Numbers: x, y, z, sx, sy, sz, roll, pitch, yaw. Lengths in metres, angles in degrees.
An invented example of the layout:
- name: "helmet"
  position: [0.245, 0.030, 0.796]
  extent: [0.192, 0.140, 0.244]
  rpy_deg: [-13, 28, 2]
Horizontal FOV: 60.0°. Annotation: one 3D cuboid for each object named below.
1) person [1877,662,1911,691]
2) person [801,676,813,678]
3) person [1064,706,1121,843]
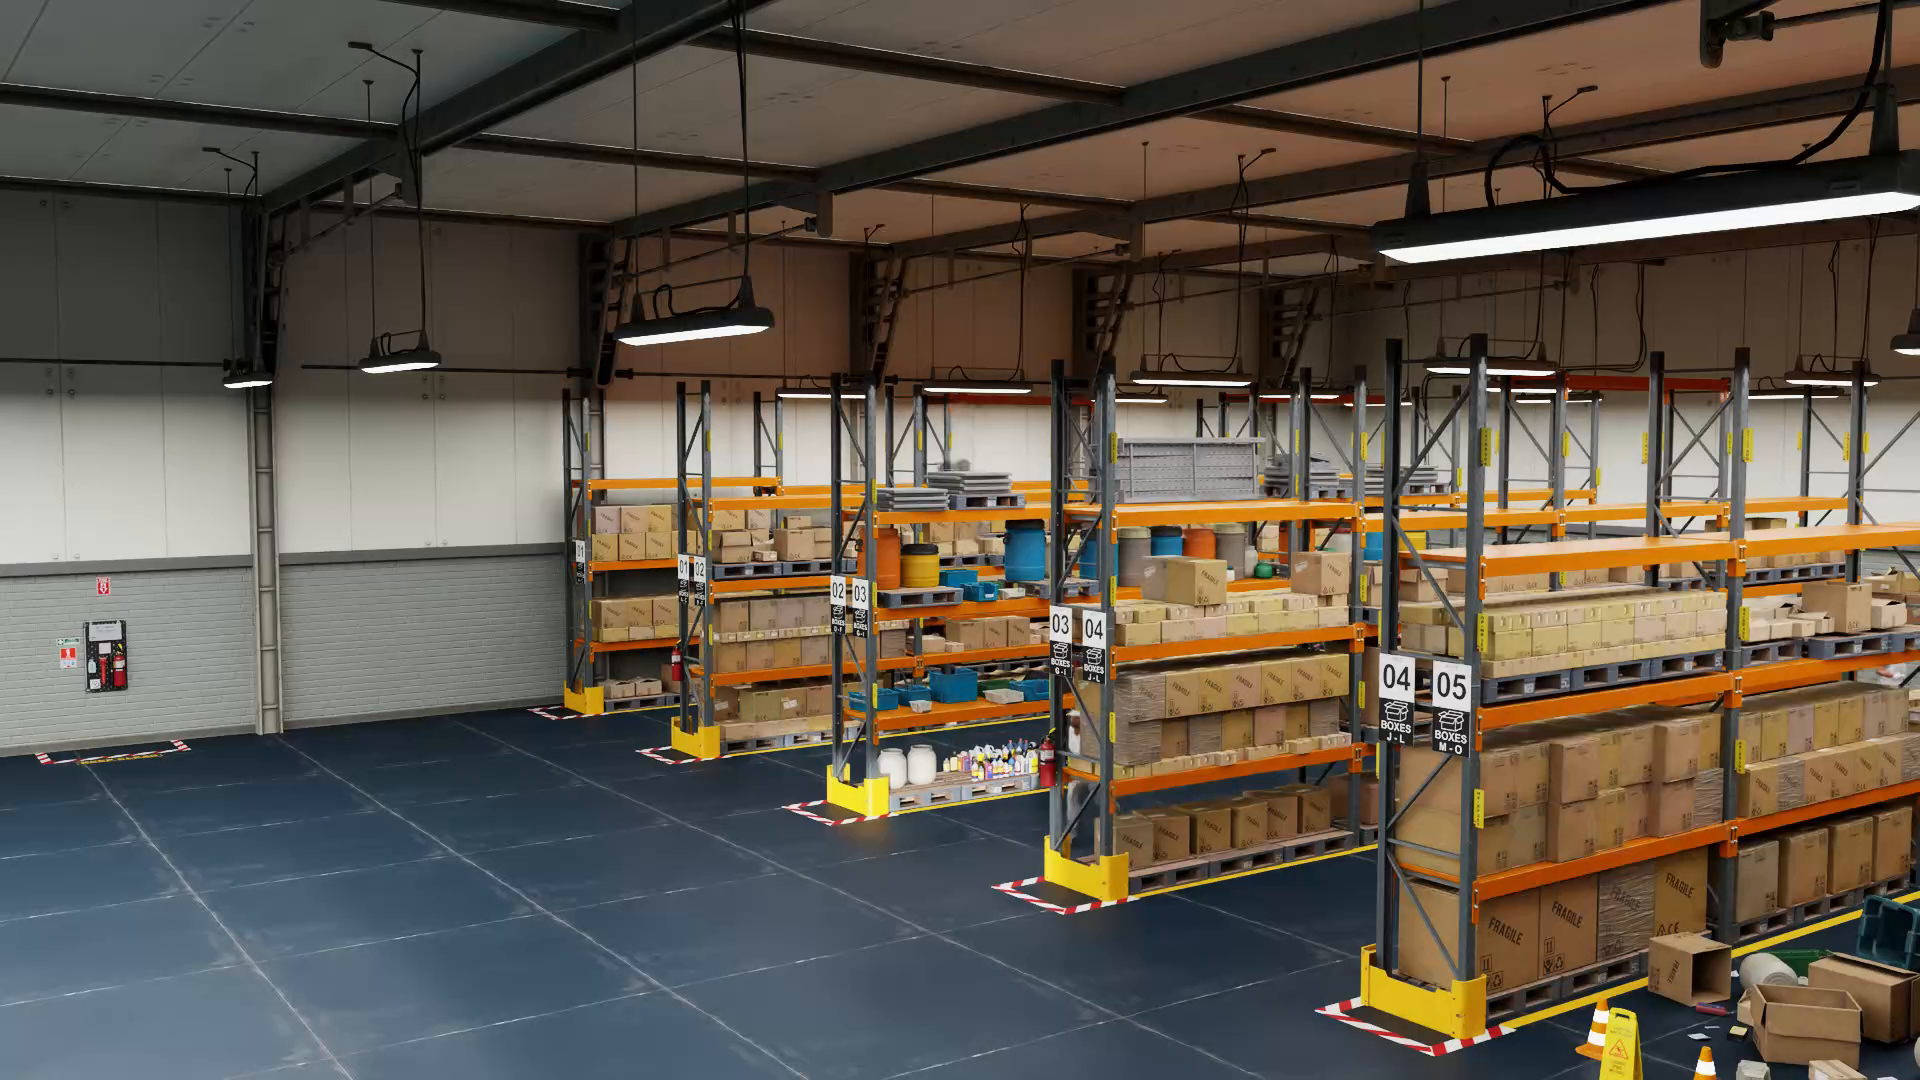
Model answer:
- name: "person"
  position: [15.677, 2.483, 27.893]
  extent: [0.665, 1.807, 0.914]
  rpy_deg: [-1, 4, -13]
- name: "person"
  position: [-2.631, 2.200, 29.894]
  extent: [0.517, 1.543, 0.535]
  rpy_deg: [-4, 5, -44]
- name: "person"
  position: [1.654, 2.947, 21.112]
  extent: [0.702, 1.757, 1.118]
  rpy_deg: [3, 5, 43]
